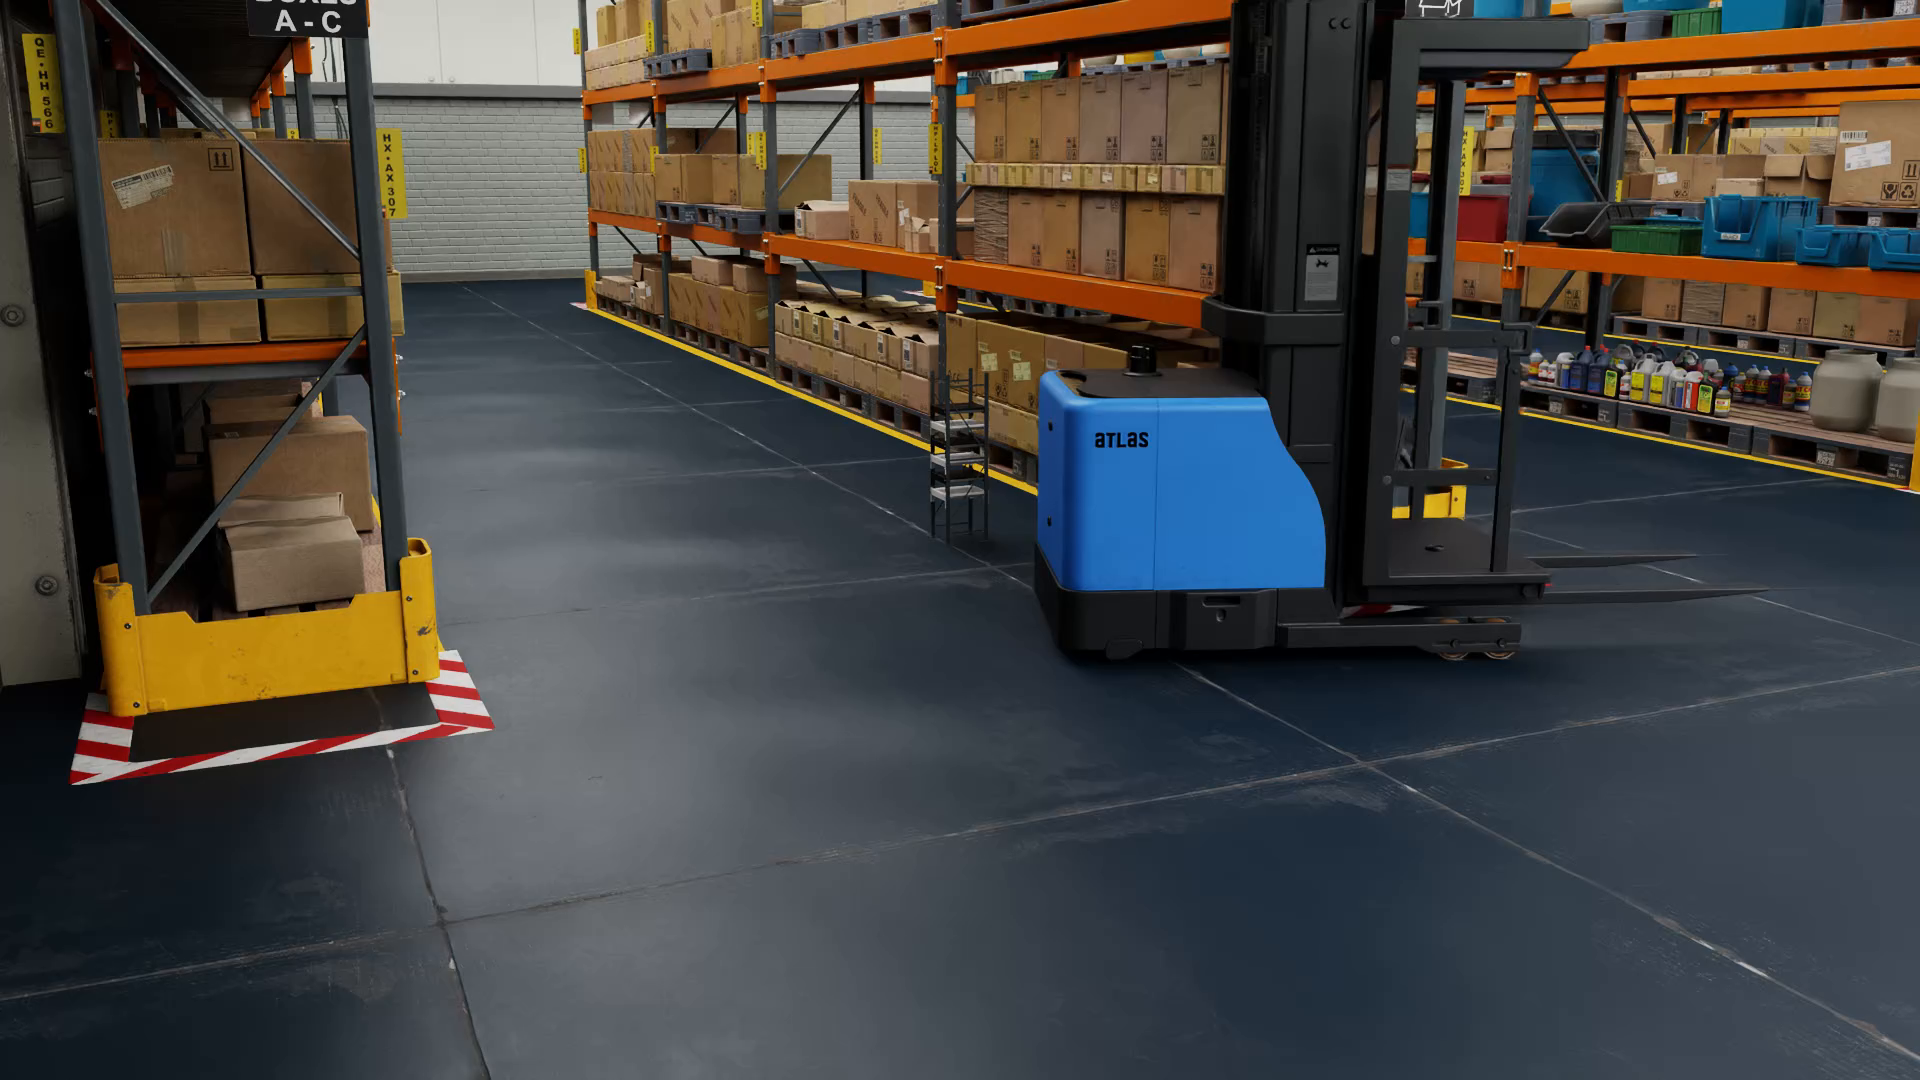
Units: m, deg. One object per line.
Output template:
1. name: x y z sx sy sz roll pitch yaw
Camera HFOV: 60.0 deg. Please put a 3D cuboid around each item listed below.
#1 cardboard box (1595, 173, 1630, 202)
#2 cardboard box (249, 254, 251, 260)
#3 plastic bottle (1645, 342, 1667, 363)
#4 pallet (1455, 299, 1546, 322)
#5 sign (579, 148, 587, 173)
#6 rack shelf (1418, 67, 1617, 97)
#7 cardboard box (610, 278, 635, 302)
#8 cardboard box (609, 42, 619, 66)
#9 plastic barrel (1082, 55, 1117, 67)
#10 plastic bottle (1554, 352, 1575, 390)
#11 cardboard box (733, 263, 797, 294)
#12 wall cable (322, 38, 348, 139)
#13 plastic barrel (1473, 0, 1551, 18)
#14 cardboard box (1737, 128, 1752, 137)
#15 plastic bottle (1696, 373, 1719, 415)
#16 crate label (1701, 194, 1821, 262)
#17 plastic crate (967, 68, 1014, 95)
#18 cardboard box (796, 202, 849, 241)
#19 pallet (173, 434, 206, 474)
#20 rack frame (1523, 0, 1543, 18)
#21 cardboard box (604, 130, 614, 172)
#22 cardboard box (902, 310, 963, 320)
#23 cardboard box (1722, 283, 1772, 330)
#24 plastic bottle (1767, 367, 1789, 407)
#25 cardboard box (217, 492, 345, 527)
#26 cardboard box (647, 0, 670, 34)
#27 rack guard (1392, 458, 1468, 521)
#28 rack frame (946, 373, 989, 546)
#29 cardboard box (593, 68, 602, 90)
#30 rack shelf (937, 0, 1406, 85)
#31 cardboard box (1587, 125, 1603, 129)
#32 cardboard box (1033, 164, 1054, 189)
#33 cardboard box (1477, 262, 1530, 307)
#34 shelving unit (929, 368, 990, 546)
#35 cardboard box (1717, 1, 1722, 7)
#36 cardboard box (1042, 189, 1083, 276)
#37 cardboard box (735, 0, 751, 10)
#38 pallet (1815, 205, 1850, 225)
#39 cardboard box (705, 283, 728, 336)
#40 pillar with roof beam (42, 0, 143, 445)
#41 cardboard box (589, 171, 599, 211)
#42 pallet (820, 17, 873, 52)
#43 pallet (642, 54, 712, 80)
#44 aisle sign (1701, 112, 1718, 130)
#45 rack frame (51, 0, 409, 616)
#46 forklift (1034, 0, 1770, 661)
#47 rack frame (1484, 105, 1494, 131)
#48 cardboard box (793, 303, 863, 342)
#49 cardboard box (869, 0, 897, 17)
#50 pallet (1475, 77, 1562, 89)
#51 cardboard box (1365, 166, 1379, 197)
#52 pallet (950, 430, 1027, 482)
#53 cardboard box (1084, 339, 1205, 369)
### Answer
1. cardboard box: 7.383 -4.006 19.305 0.500 0.500 0.500 -5 14 -21
2. cardboard box: -2.928 -1.161 7.521 0.500 0.250 0.500 -6 14 -24
3. plastic bottle: 5.471 -1.381 13.084 0.144 0.351 0.185 -6 15 -26
4. pallet: 7.076 -2.941 21.108 1.003 0.211 1.213 -6 14 -23
5. sign: -4.972 -5.009 21.942 0.100 0.325 0.005 -6 14 -23
6. rack shelf: 4.070 -4.128 14.997 1.077 0.370 4.000 -6 14 -23
7. cardboard box: -4.117 -3.167 21.023 0.500 0.250 0.500 -6 14 -23
8. cardboard box: -3.912 -5.829 19.973 0.500 0.250 0.500 -6 14 -23
9. plastic barrel: 1.648 -5.858 19.642 0.433 0.535 0.433 0 13 0
10. plastic bottle: 4.752 -1.322 12.993 0.152 0.276 0.135 -5 14 -21
11. cardboard box: -1.887 -2.529 16.050 0.500 0.250 0.500 -5 14 -21
12. wall cable: -10.951 -6.799 25.177 3.097 2.526 0.112 -6 14 -23
13. plastic barrel: 4.469 -4.395 13.444 0.600 0.901 0.708 -6 14 -23
14. cardboard box: 13.741 -7.068 28.876 0.380 0.149 0.250 -5 14 -21
15. plastic bottle: 5.273 -1.031 11.721 0.061 0.283 0.133 -5 14 -22
16. crate label: 5.489 -2.151 11.432 0.502 0.435 0.616 -6 14 -23
17. plastic crate: 0.425 -6.174 22.379 0.504 0.338 0.767 -6 14 -23
18. cardboard box: -1.090 -2.738 14.246 0.500 0.311 0.500 -6 14 -24
19. pallet: -4.519 -0.511 10.612 1.003 0.211 1.213 -6 14 -23
20. rack frame: 4.872 -5.527 12.793 1.000 3.000 0.127 -6 14 -23
21. cardboard box: -4.127 -4.846 20.716 0.500 0.500 0.500 -5 14 -22
22. cardboard box: -0.223 -1.721 13.577 0.500 0.311 0.500 -5 14 -21
23. cardboard box: 8.562 -2.508 17.621 0.700 0.500 0.500 -4 14 -18
24. plastic bottle: 5.959 -1.120 12.104 0.061 0.283 0.133 -5 14 -22
25. cardboard box: -3.027 -0.056 7.447 0.500 0.311 0.500 -4 14 -18
26. cardboard box: -3.103 -5.905 18.638 0.700 0.500 0.500 -6 14 -23
27. rack guard: 1.943 -0.108 8.229 1.175 0.500 0.348 -6 14 -23
28. rack frame: 0.037 -0.419 8.685 0.240 0.900 0.006 -6 14 -23
29. cardboard box: -4.314 -5.791 20.921 0.500 0.250 0.500 -6 14 -23
30. rack shelf: 1.133 -2.855 9.497 1.077 0.370 4.000 -6 14 -23
31. cardboard box: 9.950 -6.098 25.467 0.500 0.500 0.500 -5 14 -21
32. cardboard box: 0.672 -2.238 10.228 0.380 0.149 0.250 -6 14 -25
33. cardboard box: 7.200 -3.377 20.588 1.225 0.875 0.875 -6 14 -23
34. shelving unit: -0.003 -0.440 8.776 0.258 0.900 0.210 -6 14 -23
35. cardboard box: 8.168 -5.303 17.146 0.500 0.500 0.500 -6 14 -25
36. cardboard box: 0.930 -1.903 10.217 0.700 0.500 0.500 -5 14 -22
37. cardboard box: -1.848 -5.283 15.950 0.500 0.500 0.500 -6 14 -23
38. pallet: 8.638 -3.379 17.243 1.003 0.211 1.213 -6 14 -23
39. cardboard box: -2.283 -2.367 17.014 0.500 0.500 0.500 -6 14 -25
40. pillar with roof beam: -2.135 -5.501 12.679 9.100 9.000 0.400 -6 14 -23
41. cardboard box: -4.539 -4.570 21.741 0.500 0.500 0.500 -5 14 -22
42. pallet: -0.466 -3.990 13.225 1.003 0.211 1.213 -5 14 -20
43. pallet: -2.676 -5.039 17.754 1.213 0.211 1.003 -6 14 -23
44. aisle sign: 13.389 -7.681 29.639 0.394 0.787 0.004 -6 14 -23
45. rack frame: -2.604 -0.883 6.032 1.000 3.000 0.127 -6 14 -23
46. forklift: 1.877 -1.056 6.934 3.031 2.935 1.130 -1 13 -4
47. rack frame: 9.188 -5.958 27.959 1.000 3.000 0.127 -6 14 -23
48. cardboard box: -1.112 -1.880 14.262 0.500 0.311 0.500 -6 14 -24
49. cardboard box: -0.378 -4.151 12.901 0.500 0.250 0.500 -7 15 -28
50. pallet: 7.050 -5.606 20.207 1.003 0.211 1.213 -5 14 -20
51. cardboard box: 1.974 -1.796 8.319 0.380 0.149 0.250 -6 14 -23
52. pallet: 0.612 -0.631 11.127 1.003 0.211 1.213 -6 14 -23
53. cardboard box: 1.032 -0.851 9.396 0.500 0.500 0.500 -6 14 -23
